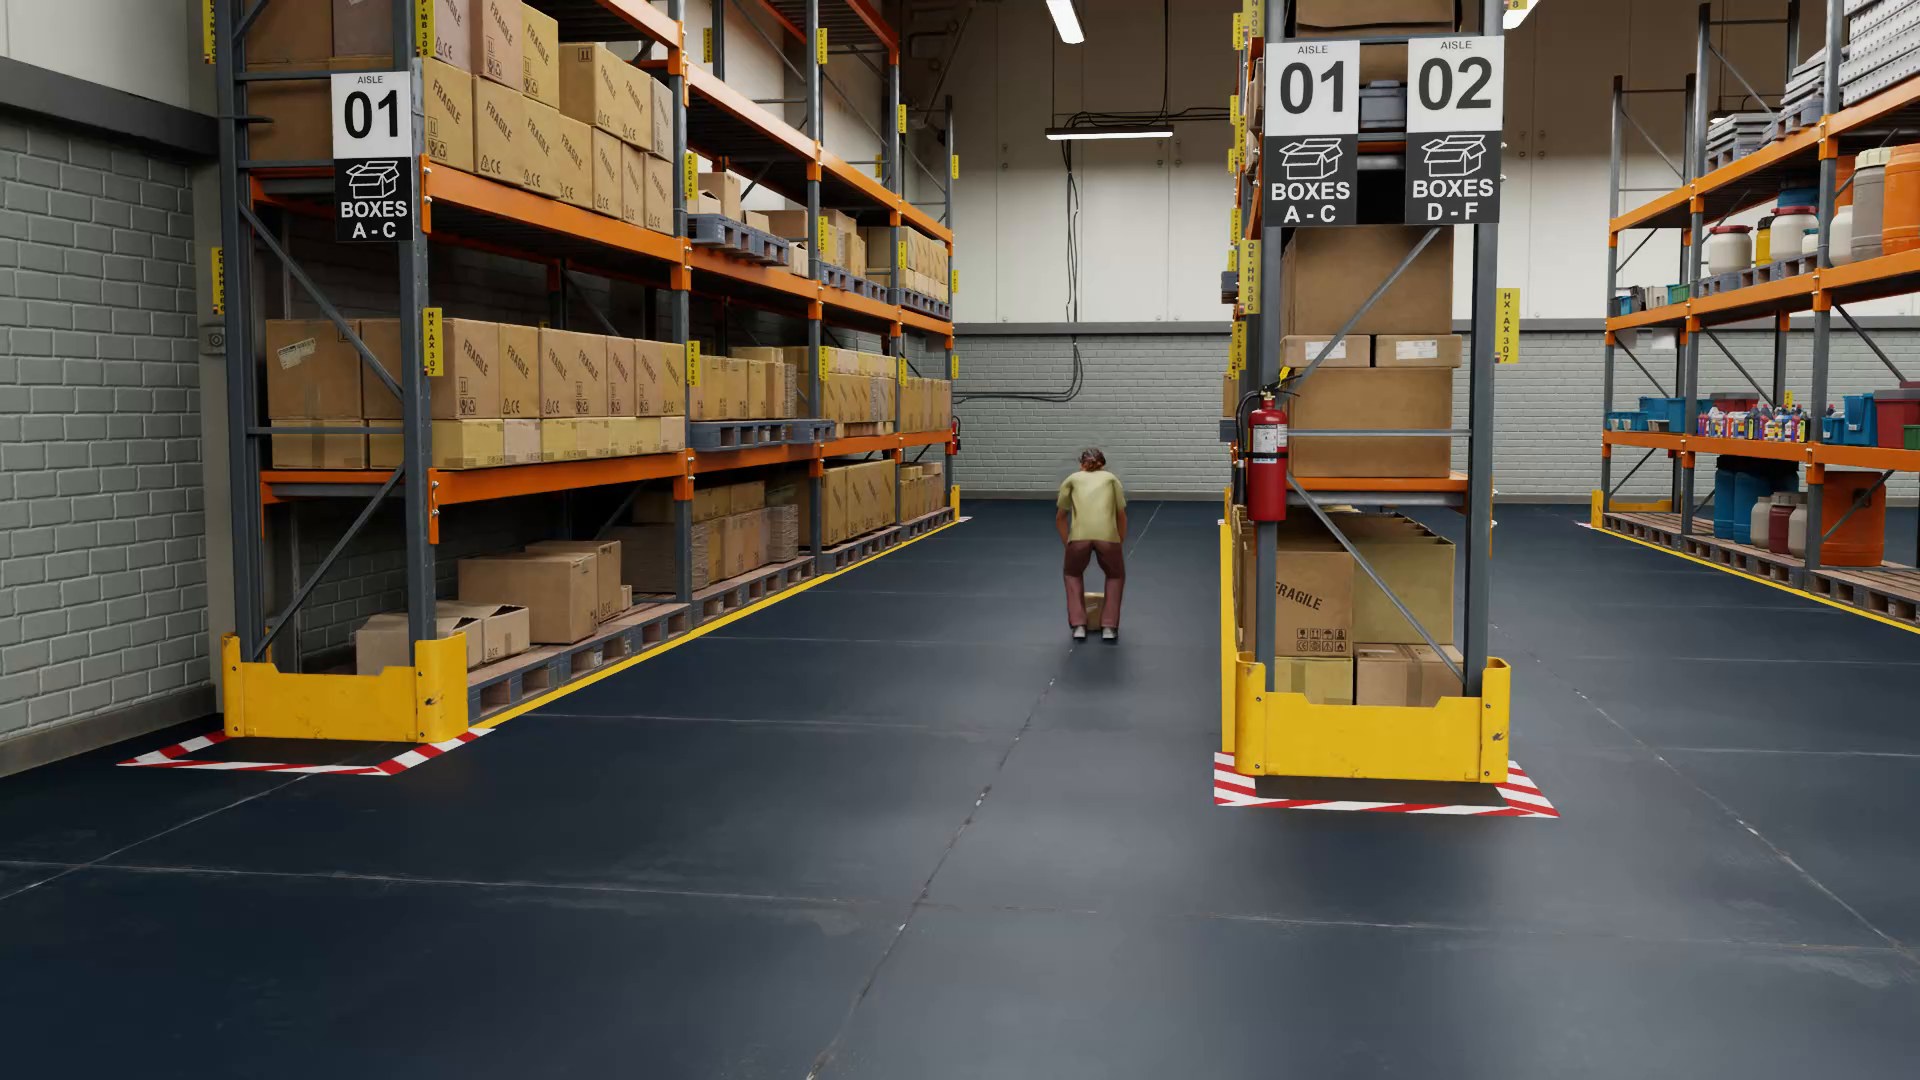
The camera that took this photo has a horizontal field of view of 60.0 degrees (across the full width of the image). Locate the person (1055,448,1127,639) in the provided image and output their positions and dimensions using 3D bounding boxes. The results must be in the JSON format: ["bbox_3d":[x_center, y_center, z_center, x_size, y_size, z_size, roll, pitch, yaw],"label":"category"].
[{"bbox_3d":[0.924,0.021,11.783,0.511,1.333,0.668,1,5,9],"label":"person"}]
